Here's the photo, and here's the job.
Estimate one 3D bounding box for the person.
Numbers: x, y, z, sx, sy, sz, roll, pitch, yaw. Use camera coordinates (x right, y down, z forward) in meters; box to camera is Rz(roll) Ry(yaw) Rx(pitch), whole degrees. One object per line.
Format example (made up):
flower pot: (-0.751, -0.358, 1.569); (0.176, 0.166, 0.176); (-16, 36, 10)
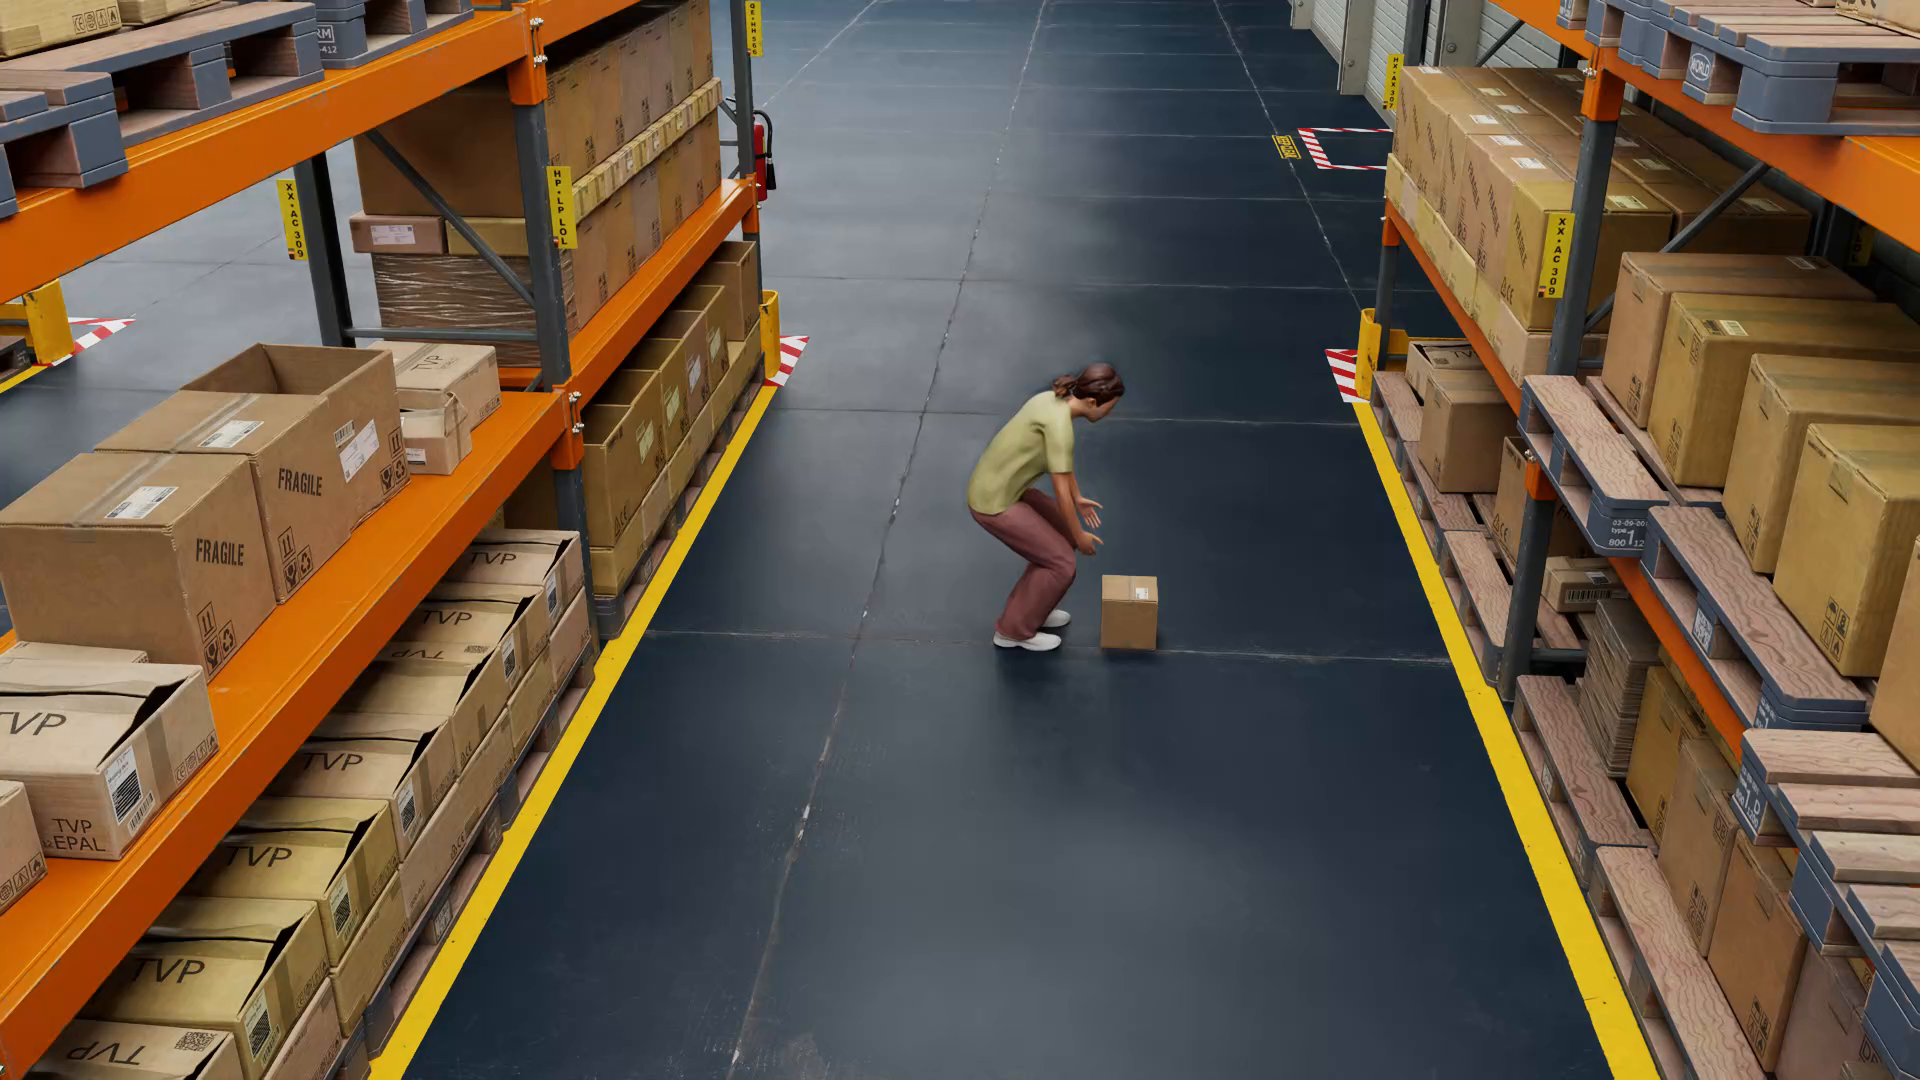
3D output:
person: (0.372, -0.170, 7.429); (0.683, 1.304, 0.511); (2, 25, 4)
